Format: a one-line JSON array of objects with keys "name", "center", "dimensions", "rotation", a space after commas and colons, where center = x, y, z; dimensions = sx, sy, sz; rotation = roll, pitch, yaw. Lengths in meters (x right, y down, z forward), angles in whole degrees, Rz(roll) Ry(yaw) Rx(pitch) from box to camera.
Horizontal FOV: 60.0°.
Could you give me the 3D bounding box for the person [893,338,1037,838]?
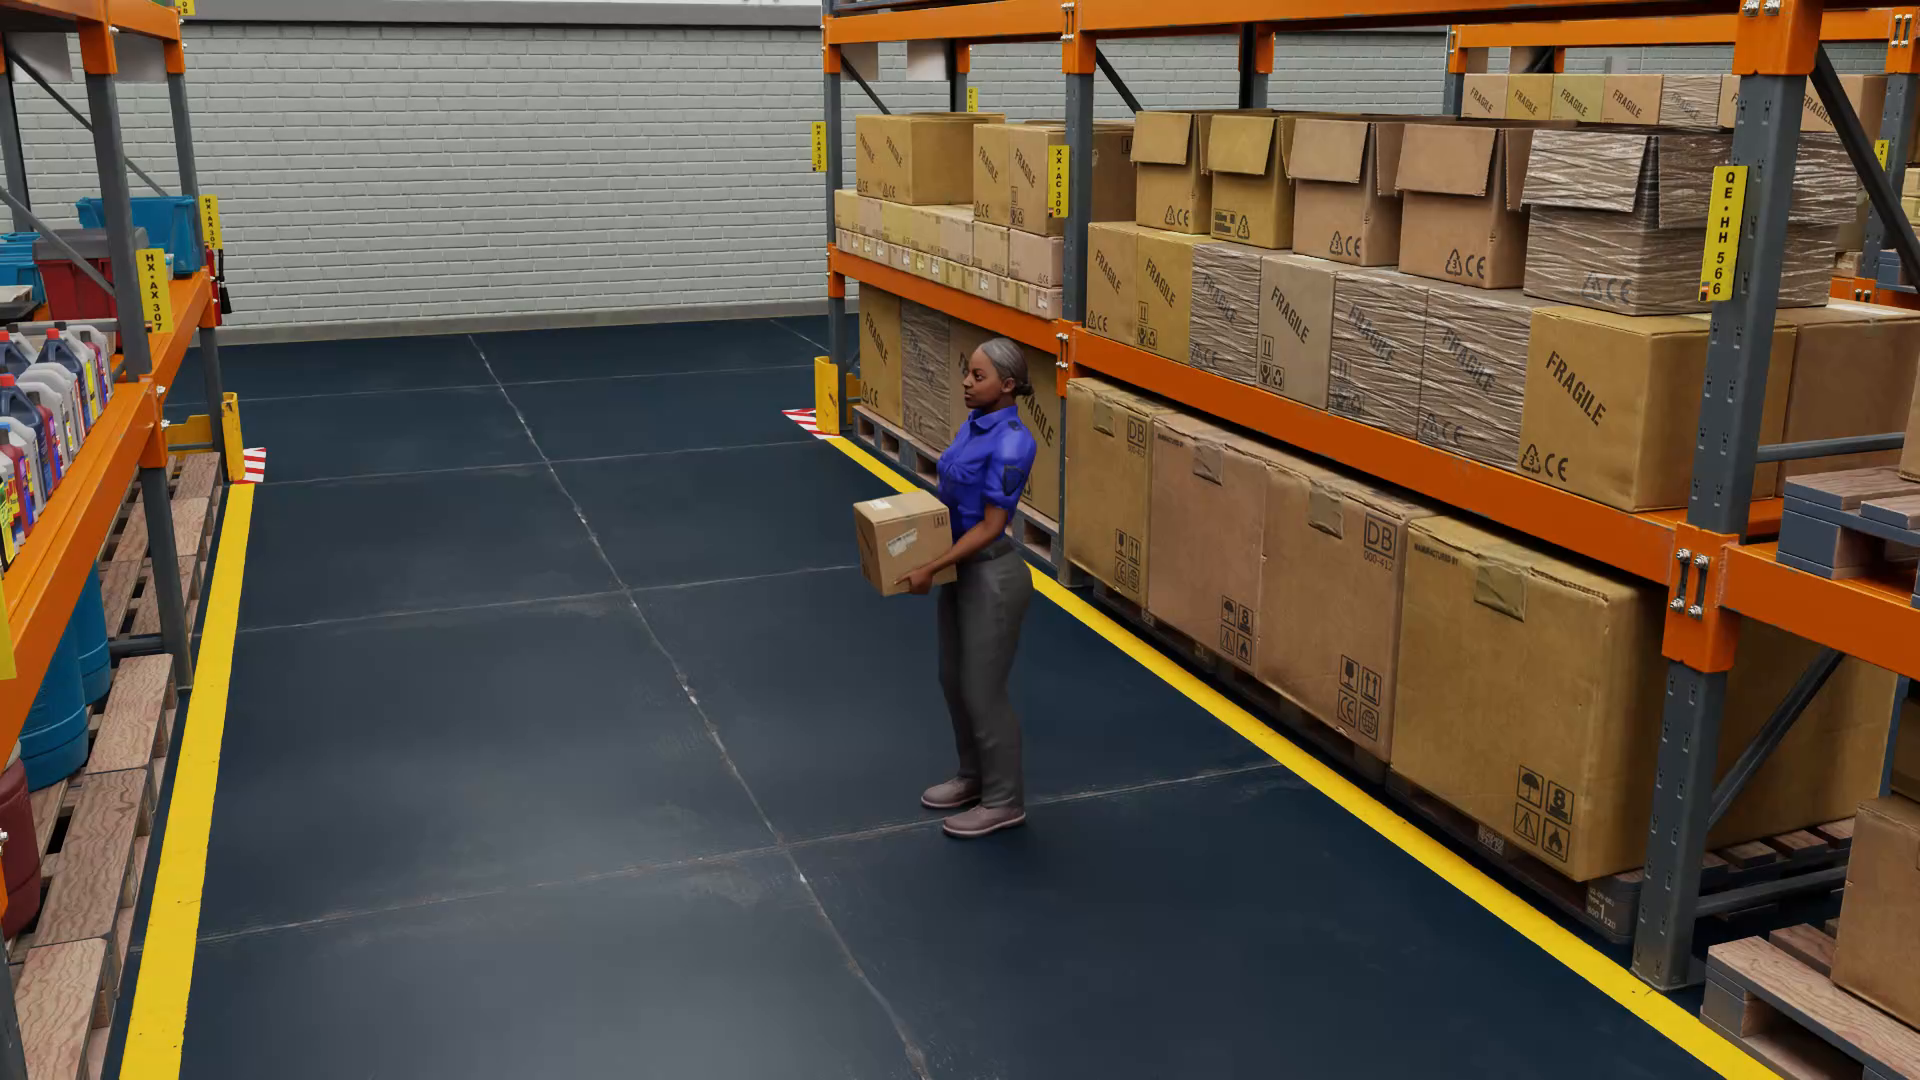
[{"name": "person", "center": [-0.009, 0.165, 5.497], "dimensions": [0.518, 1.635, 0.451], "rotation": [-5, 17, -18]}]
